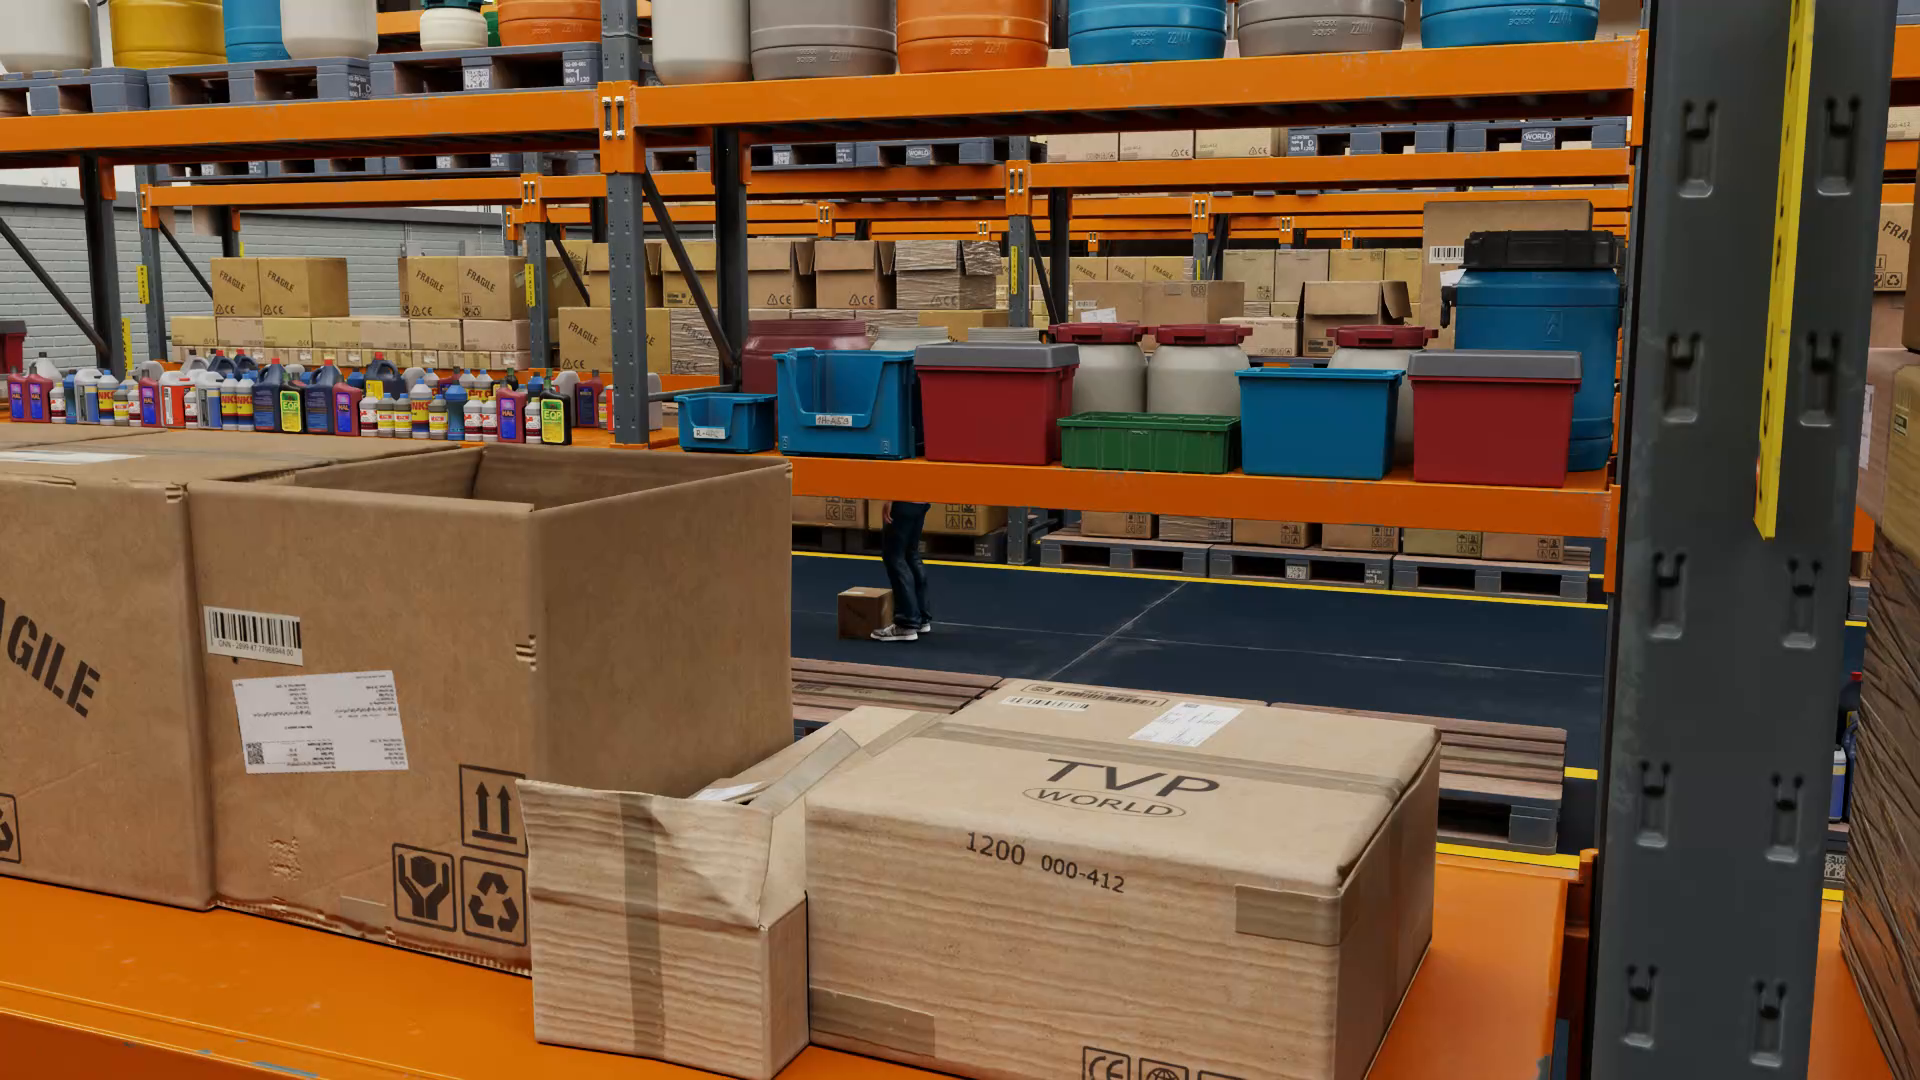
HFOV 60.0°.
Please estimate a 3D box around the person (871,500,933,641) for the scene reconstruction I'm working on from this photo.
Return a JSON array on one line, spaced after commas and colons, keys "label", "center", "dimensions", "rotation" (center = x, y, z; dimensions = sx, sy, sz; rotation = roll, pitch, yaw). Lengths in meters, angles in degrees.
[{"label": "person", "center": [-0.316, -0.231, 9.364], "dimensions": [0.345, 1.593, 0.484], "rotation": [3, 9, 18]}]
